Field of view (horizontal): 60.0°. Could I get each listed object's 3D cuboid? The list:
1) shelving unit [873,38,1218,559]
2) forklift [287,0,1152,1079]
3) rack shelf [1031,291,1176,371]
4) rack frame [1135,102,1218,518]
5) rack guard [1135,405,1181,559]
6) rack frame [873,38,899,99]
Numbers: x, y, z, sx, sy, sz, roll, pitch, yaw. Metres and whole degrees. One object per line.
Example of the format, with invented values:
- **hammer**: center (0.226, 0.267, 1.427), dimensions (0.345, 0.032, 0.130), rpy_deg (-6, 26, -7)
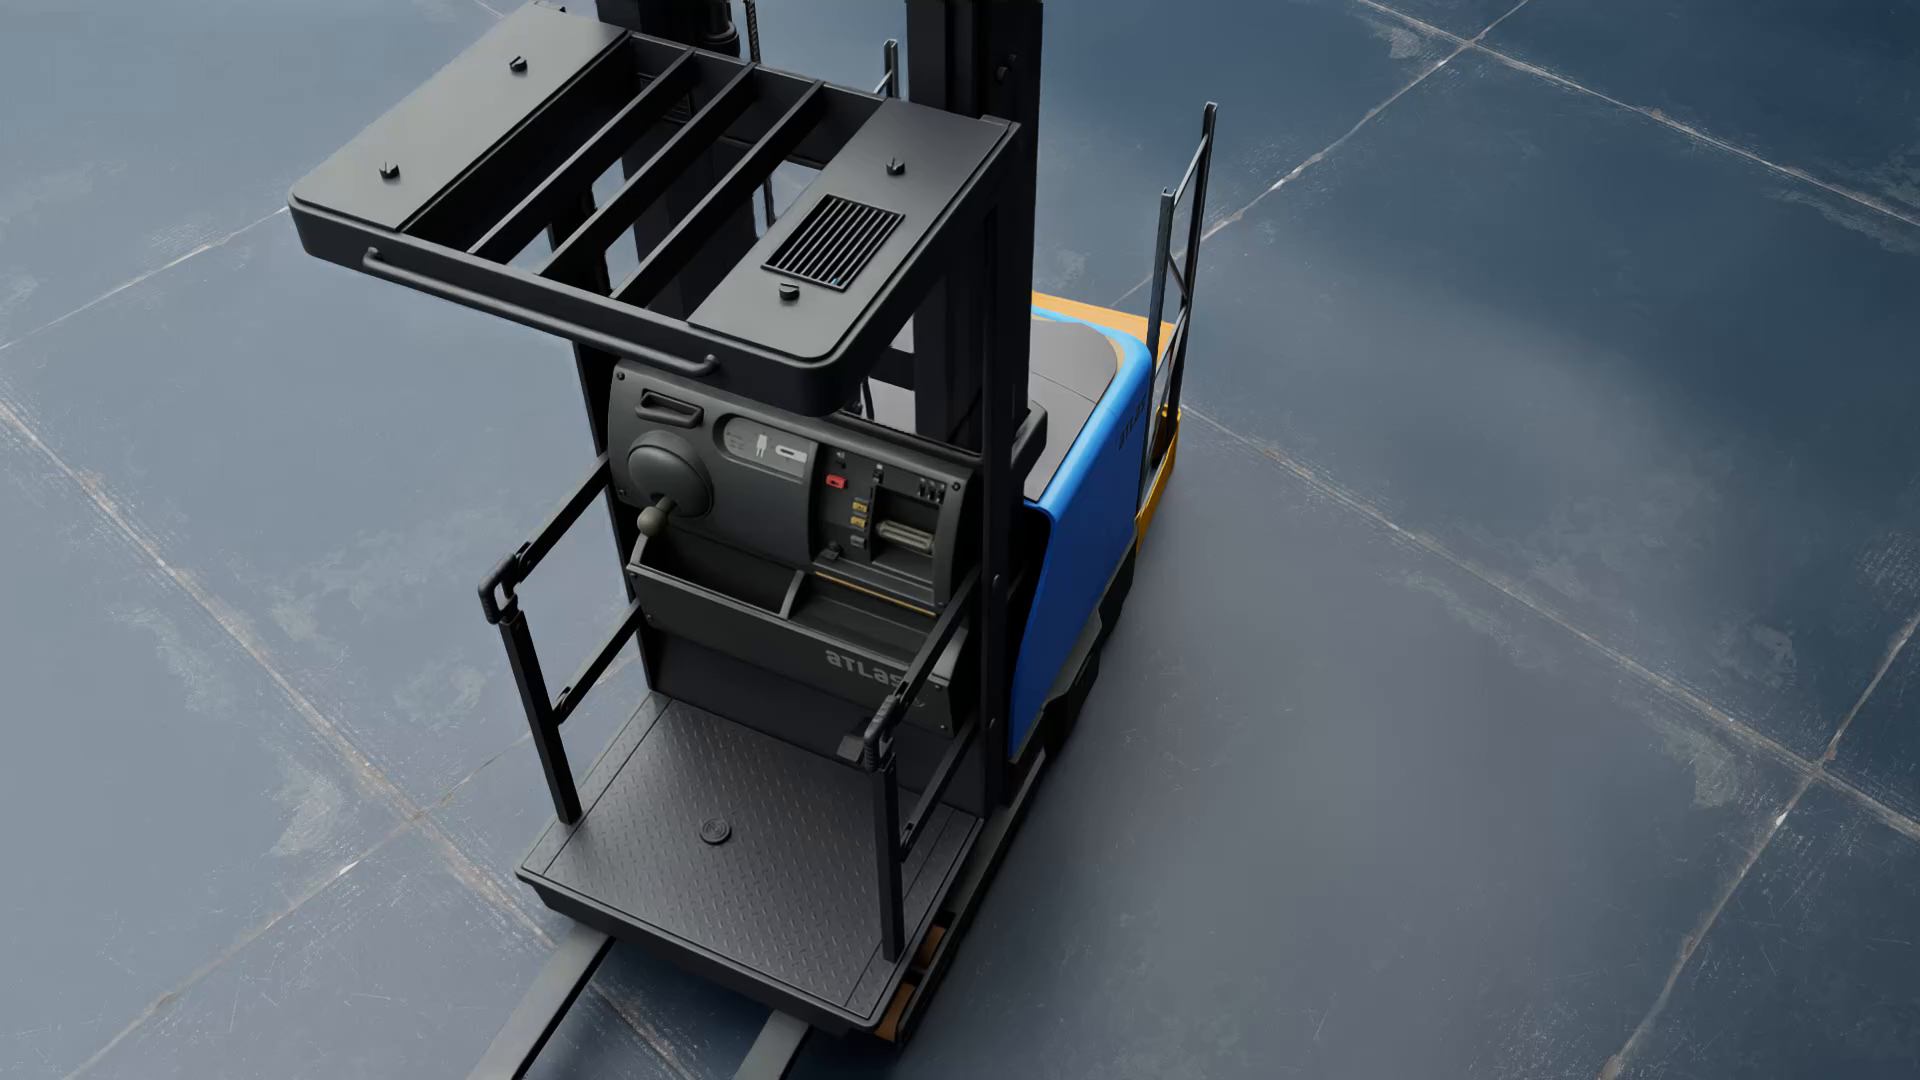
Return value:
- **shelving unit**: center (0.173, -0.739, 5.415), dimensions (1.083, 1.500, 0.587), rpy_deg (15, 49, 14)
- **forklift**: center (-0.506, -0.026, 3.764), dimensions (1.130, 2.935, 3.031), rpy_deg (19, 50, 17)
- **rack shelf**: center (0.182, -0.613, 5.544), dimensions (1.000, 0.185, 0.538), rpy_deg (15, 49, 14)
- **rack frame**: center (0.658, -0.606, 5.290), dimensions (0.032, 1.500, 0.500), rpy_deg (15, 49, 14)
- **rack guard**: center (0.639, -0.183, 5.751), dimensions (0.087, 0.250, 0.587), rpy_deg (15, 49, 14)
- **rack frame**: center (-0.294, -0.867, 5.535), dimensions (0.032, 1.500, 0.500), rpy_deg (15, 49, 14)
